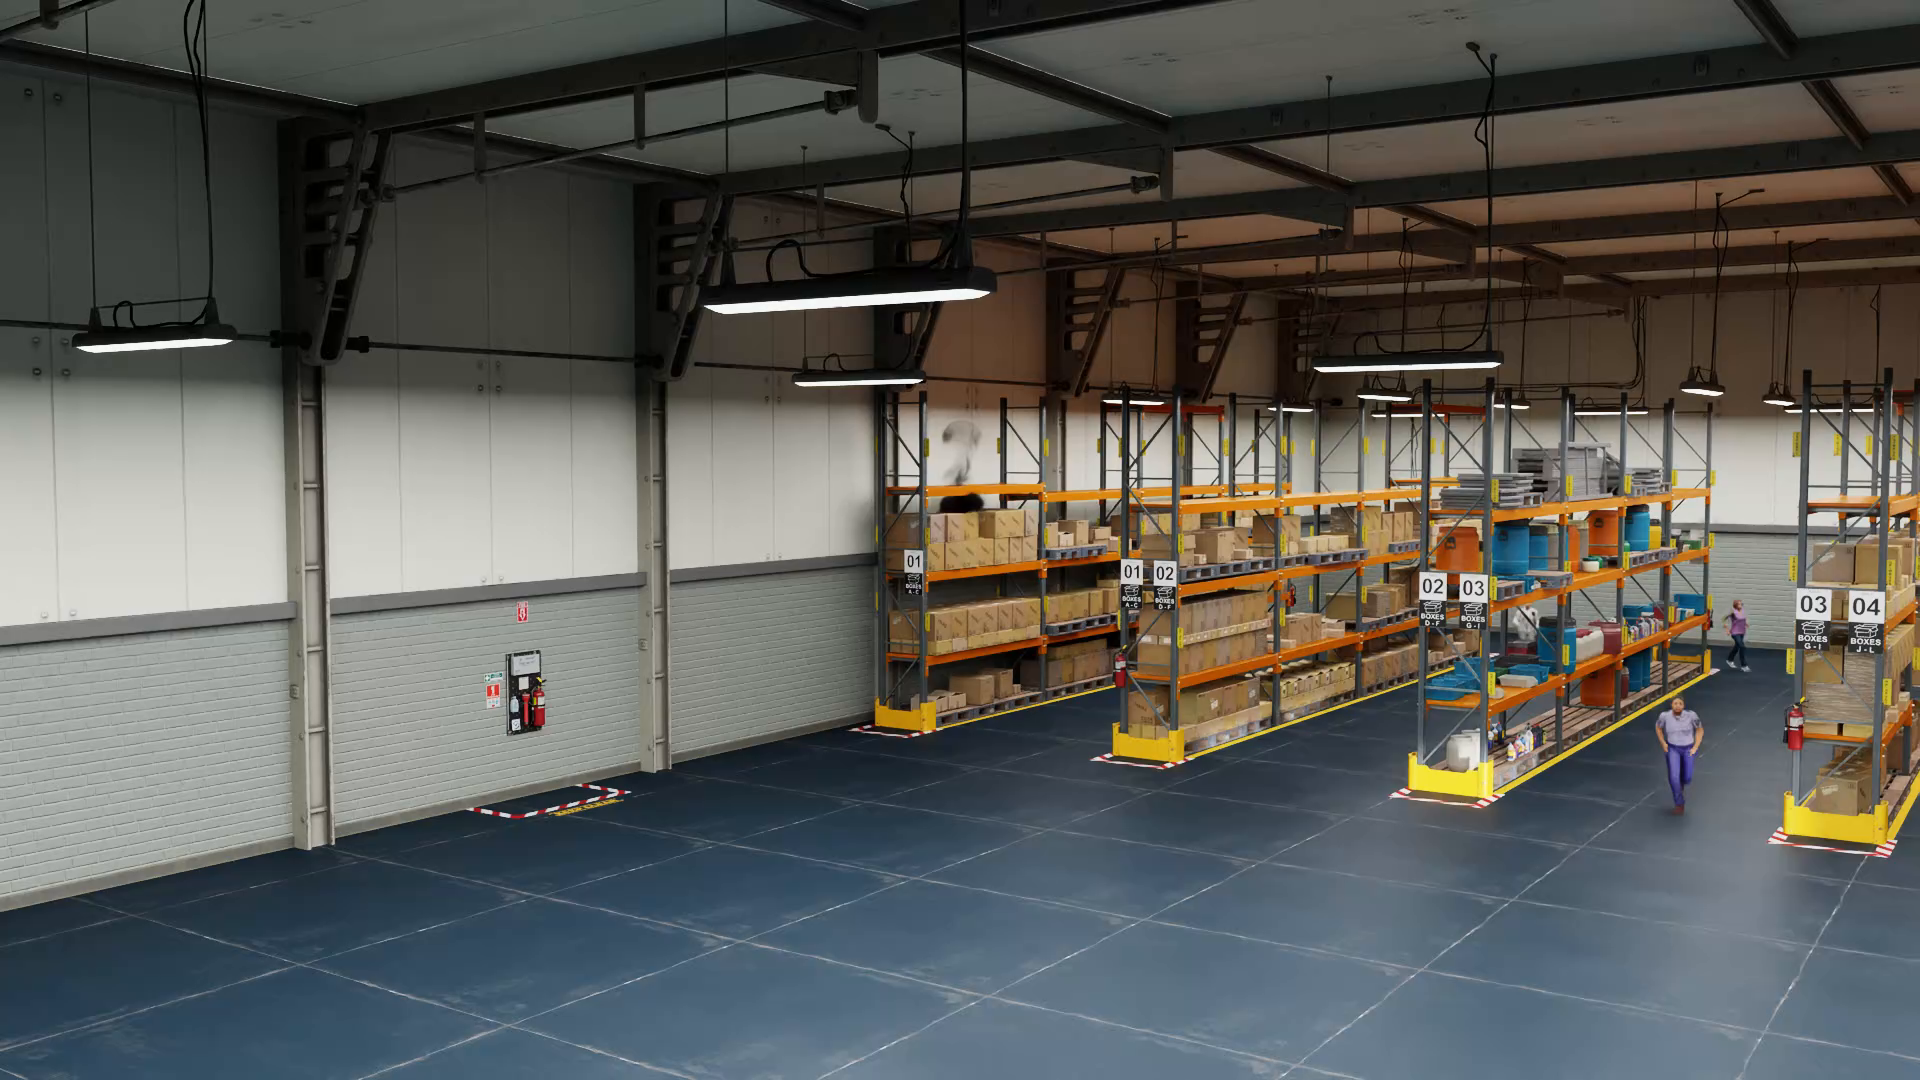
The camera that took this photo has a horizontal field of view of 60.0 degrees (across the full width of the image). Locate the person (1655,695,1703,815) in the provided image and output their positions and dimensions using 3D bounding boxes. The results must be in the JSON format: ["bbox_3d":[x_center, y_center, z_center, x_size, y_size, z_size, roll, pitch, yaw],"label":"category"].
[{"bbox_3d":[9.956,2.946,23.046,0.609,1.645,0.895,1,3,20],"label":"person"}]

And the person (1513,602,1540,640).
[{"bbox_3d":[12.772,2.092,37.483,0.593,1.661,0.546,1,3,19],"label":"person"}]

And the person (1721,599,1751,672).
[{"bbox_3d":[17.386,2.119,37.205,0.562,1.607,0.787,-1,3,-25],"label":"person"}]
